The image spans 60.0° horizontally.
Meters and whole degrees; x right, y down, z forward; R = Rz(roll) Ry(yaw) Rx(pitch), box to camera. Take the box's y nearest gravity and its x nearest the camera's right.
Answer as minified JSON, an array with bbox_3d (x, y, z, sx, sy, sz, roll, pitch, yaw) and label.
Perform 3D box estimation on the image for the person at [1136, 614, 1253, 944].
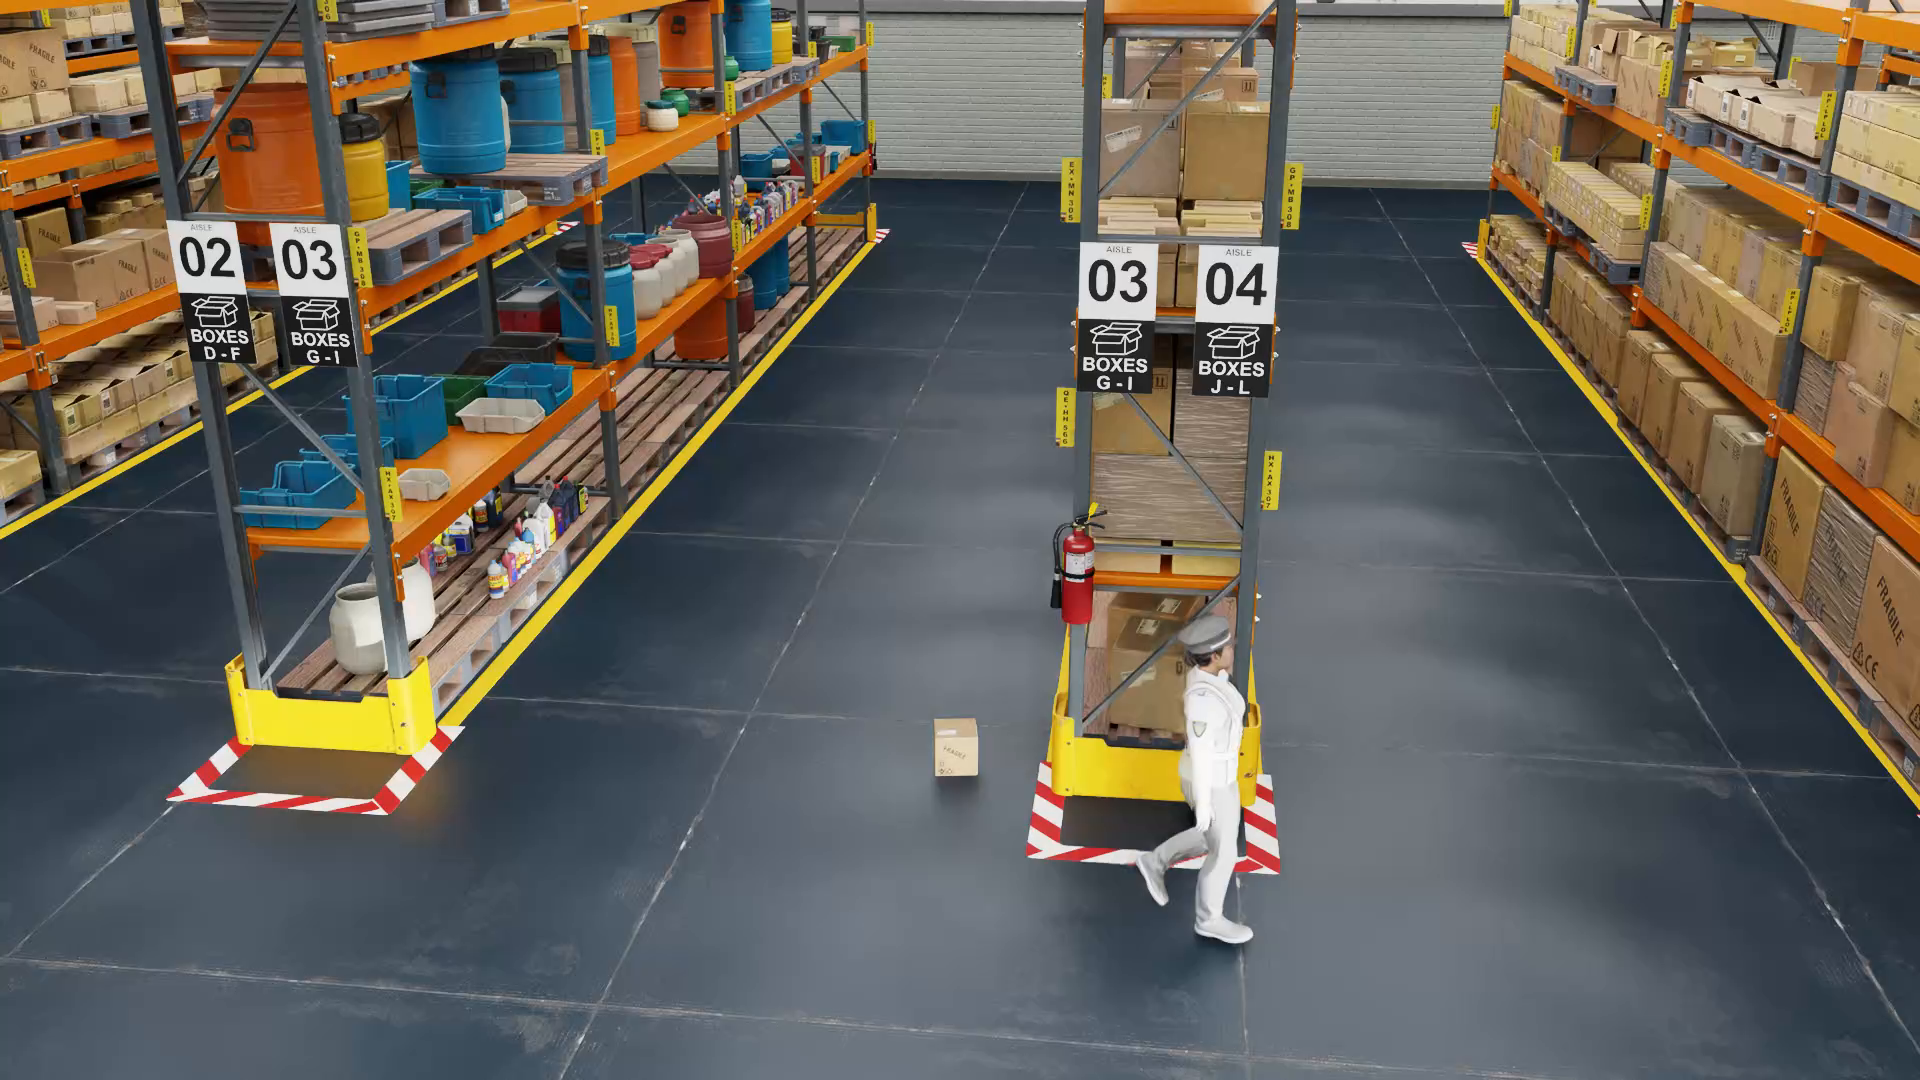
[{"bbox_3d":[1.169,1.143,8.069,0.609,1.666,0.511,5,22,11],"label":"person"}]
